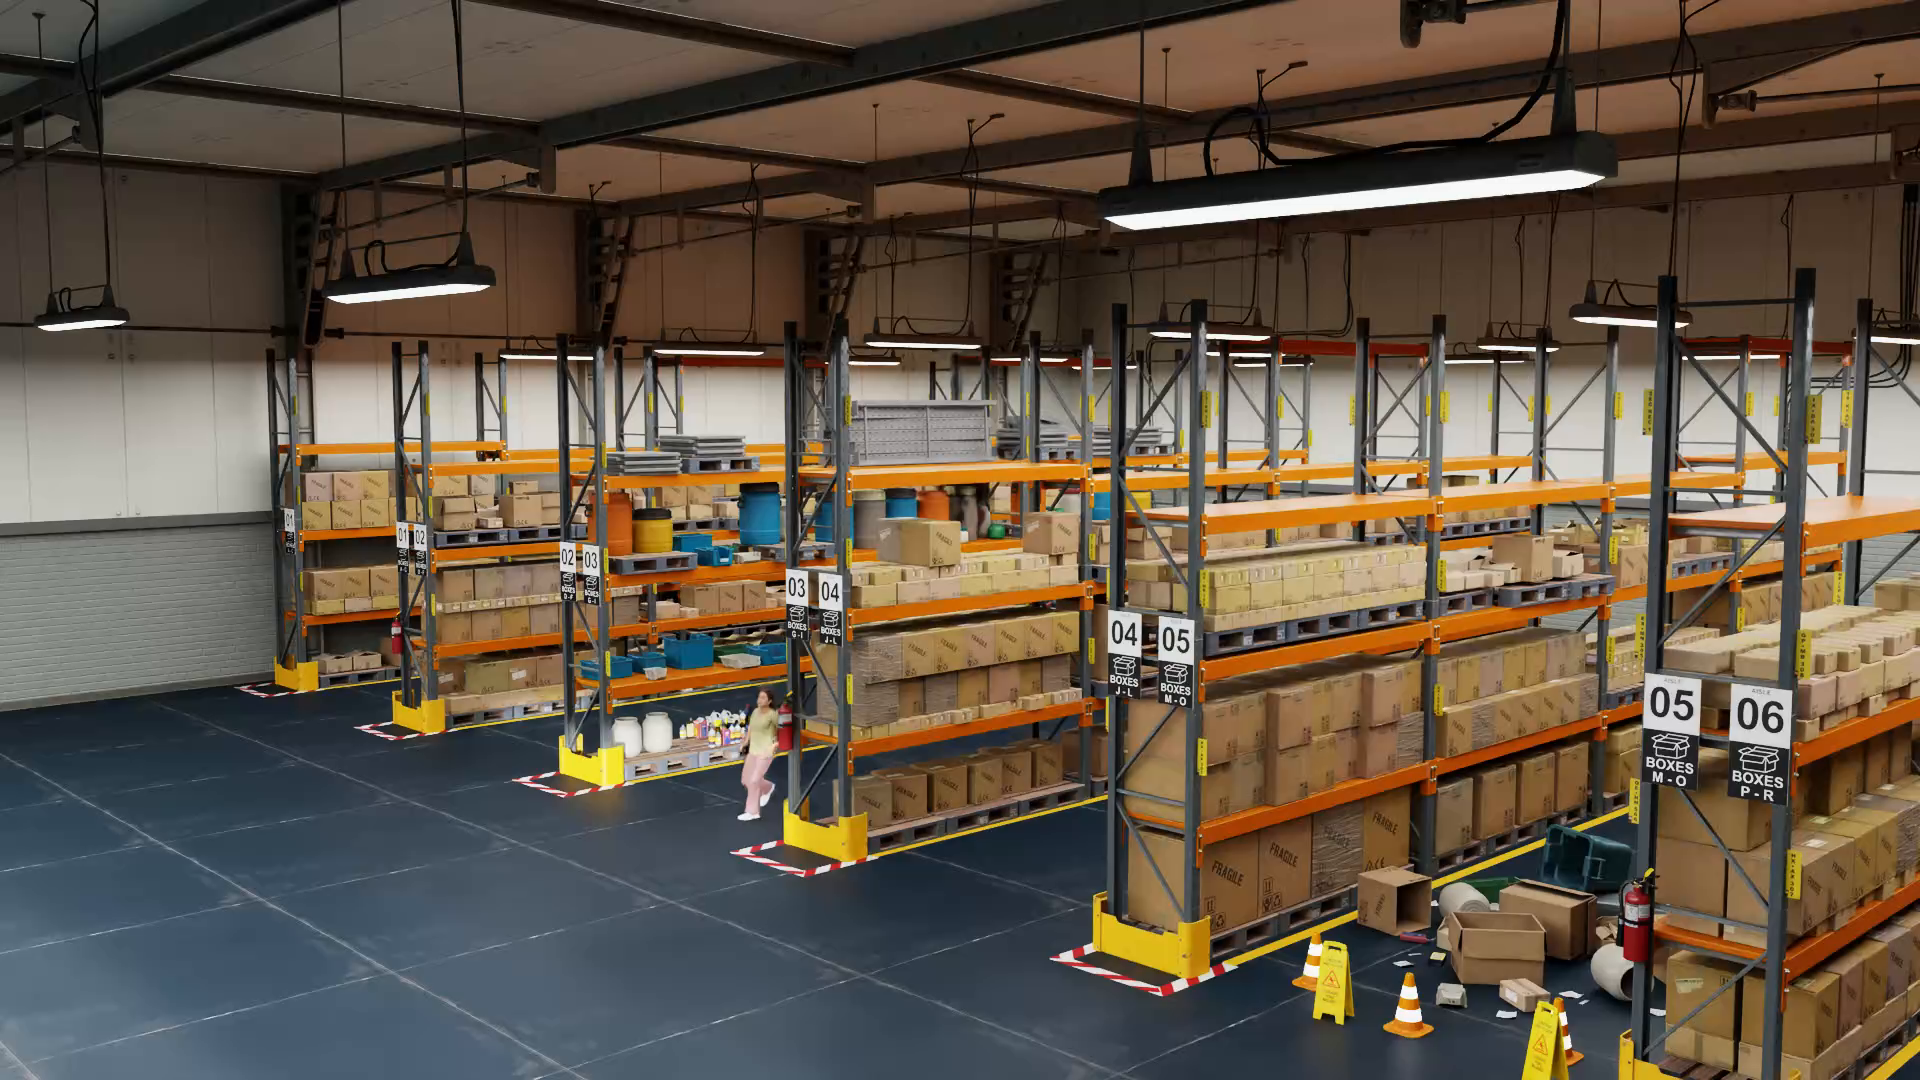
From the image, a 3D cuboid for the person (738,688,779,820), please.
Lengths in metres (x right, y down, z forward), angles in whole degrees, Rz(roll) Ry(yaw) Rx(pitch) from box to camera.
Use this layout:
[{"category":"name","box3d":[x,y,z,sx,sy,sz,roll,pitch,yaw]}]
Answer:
[{"category":"person","box3d":[-2.364,2.600,20.315,0.610,1.623,0.636,4,6,36]}]

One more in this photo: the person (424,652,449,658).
[{"category":"person","box3d":[-8.638,1.996,27.794,0.563,1.570,0.578,5,7,45]}]
